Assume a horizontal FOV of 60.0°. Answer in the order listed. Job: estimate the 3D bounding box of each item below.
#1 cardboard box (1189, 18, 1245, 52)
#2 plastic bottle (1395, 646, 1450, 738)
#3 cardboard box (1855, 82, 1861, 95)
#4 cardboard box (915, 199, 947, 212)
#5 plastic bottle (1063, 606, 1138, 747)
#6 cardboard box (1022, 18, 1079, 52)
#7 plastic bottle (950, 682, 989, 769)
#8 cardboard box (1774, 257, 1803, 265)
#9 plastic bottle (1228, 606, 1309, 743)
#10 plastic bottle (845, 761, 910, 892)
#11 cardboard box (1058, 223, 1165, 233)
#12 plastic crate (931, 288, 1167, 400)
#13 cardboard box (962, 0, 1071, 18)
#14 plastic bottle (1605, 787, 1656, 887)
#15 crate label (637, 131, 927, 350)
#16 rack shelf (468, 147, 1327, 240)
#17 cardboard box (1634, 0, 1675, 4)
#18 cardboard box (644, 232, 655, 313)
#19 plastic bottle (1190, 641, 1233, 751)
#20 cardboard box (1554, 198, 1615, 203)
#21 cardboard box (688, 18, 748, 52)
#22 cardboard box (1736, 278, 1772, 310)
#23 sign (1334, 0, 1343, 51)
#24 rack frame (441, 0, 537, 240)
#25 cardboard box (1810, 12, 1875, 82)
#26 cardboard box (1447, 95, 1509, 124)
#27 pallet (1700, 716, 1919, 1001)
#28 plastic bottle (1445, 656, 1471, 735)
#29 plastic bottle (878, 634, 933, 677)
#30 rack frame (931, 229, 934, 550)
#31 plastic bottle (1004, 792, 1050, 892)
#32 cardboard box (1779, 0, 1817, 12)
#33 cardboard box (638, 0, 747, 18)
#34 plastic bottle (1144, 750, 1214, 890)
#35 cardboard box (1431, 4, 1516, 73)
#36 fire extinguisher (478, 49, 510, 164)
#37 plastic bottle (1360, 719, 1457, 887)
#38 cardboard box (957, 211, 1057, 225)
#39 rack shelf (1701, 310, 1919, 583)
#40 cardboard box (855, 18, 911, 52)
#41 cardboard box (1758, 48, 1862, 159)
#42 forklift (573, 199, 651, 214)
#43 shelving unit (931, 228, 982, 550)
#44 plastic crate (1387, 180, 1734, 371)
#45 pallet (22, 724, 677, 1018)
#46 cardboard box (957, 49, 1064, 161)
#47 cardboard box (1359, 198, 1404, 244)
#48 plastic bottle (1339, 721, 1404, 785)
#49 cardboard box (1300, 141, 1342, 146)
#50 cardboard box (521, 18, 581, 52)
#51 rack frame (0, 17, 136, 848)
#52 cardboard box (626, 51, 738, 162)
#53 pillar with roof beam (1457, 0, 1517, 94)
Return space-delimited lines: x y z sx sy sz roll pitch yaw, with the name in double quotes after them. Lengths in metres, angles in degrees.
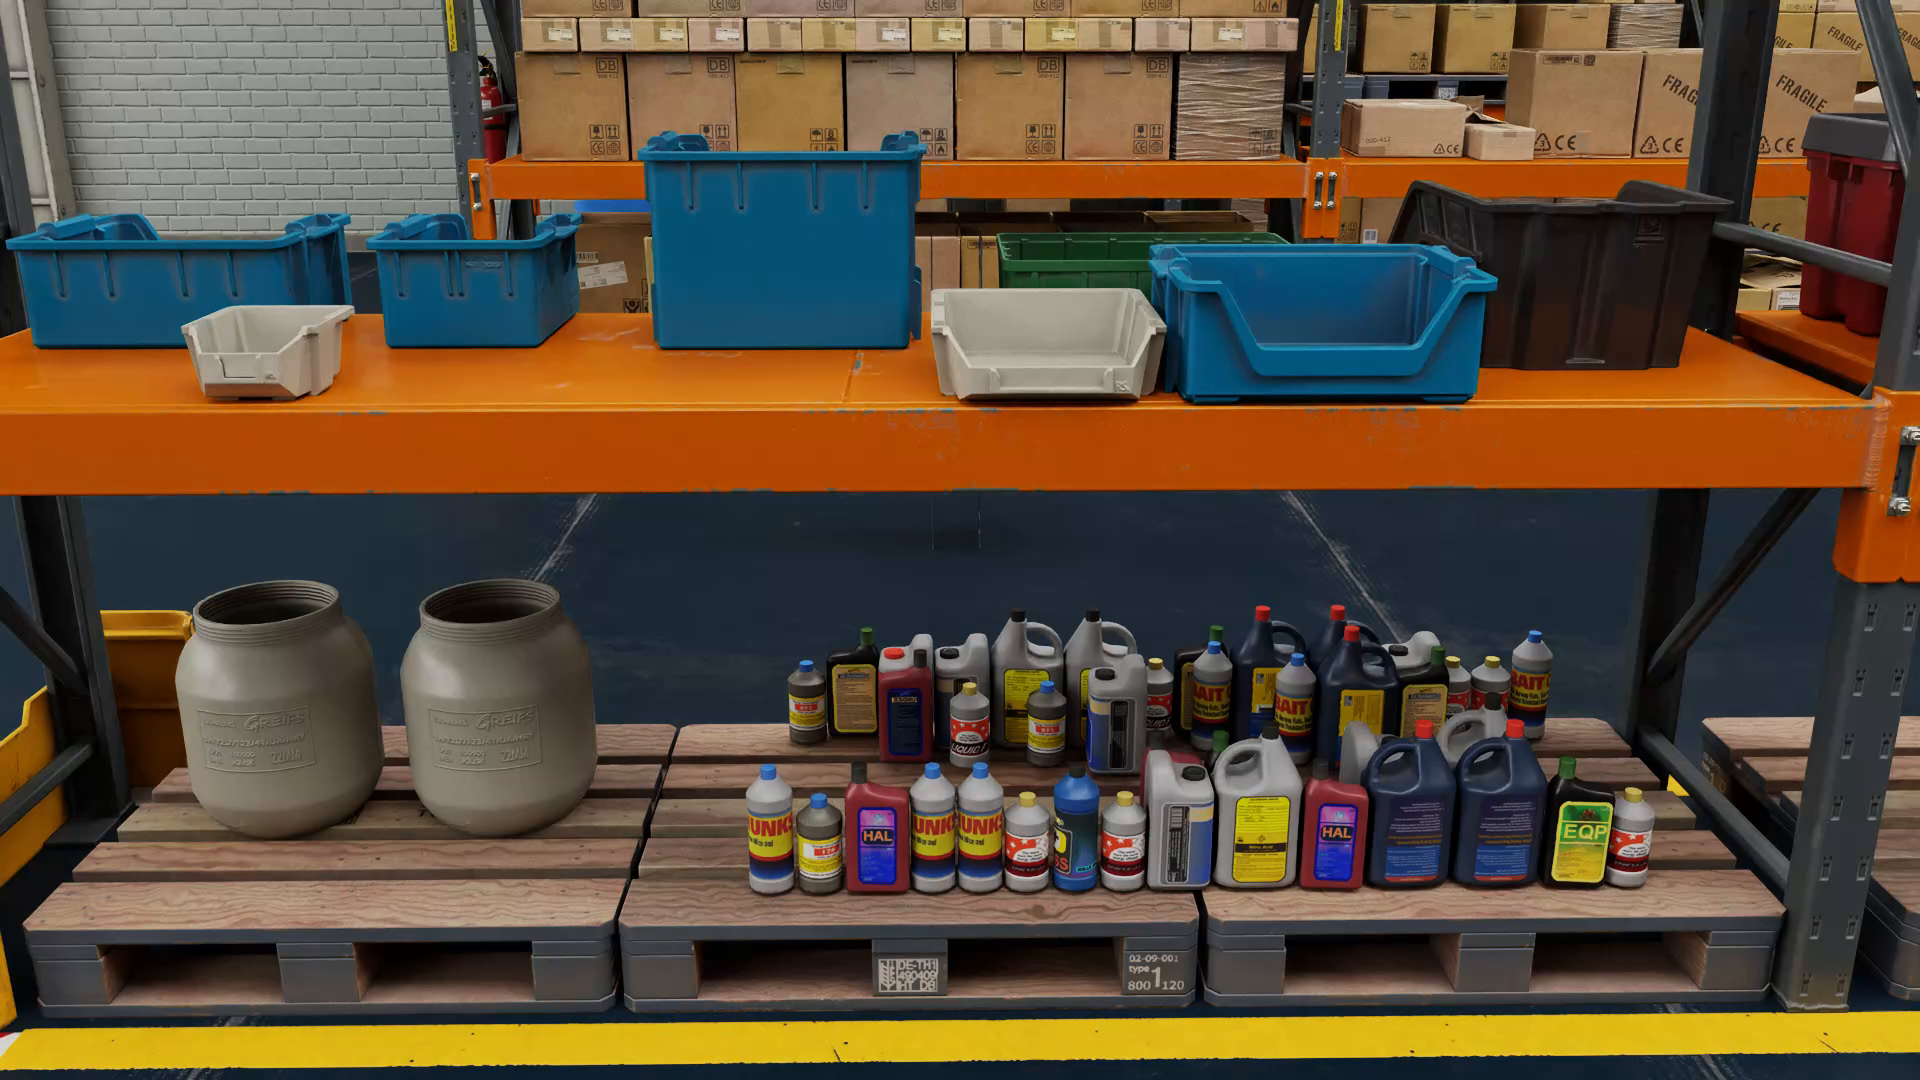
1.192 -2.396 7.879 0.250 0.149 0.380 -1 18 -2 "cardboard box"
1.136 0.400 4.115 0.133 0.283 0.061 0 18 -1 "plastic bottle"
6.726 -3.472 12.840 0.250 0.149 0.380 0 18 -1 "cardboard box"
-0.377 -2.586 13.071 0.500 0.500 0.700 -1 18 -4 "cardboard box"
0.354 0.338 4.198 0.185 0.351 0.144 0 18 -1 "plastic bottle"
0.421 -2.392 7.867 0.250 0.149 0.380 0 18 -1 "cardboard box"
0.024 0.450 4.094 0.097 0.201 0.097 0 18 0 "plastic bottle"
4.653 -1.366 8.789 0.500 0.311 0.500 -1 18 -2 "cardboard box"
0.779 0.336 4.205 0.185 0.351 0.144 -1 18 -3 "plastic bottle"
-0.173 0.601 3.491 0.133 0.283 0.061 0 18 0 "plastic bottle"
0.747 -1.286 8.233 0.500 0.500 0.500 0 18 -1 "cardboard box"
0.162 -0.383 3.262 0.437 0.136 0.530 0 18 -1 "plastic crate"
0.258 -2.763 7.962 0.500 0.500 0.700 0 18 -1 "cardboard box"
1.424 0.626 3.545 0.097 0.201 0.097 0 18 0 "plastic bottle"
-0.382 -0.683 3.707 0.616 0.435 0.502 0 18 -1 "crate label"
-0.292 -1.754 8.283 4.000 0.370 1.077 0 18 -1 "rack shelf"
5.280 -4.194 12.764 0.250 0.149 0.380 -3 18 -8 "cardboard box"
-1.253 -1.273 8.190 0.500 0.500 0.500 0 18 -1 "cardboard box"
0.633 0.386 4.179 0.097 0.271 0.097 0 18 0 "plastic bottle"
4.906 -2.638 13.234 0.500 0.500 0.700 0 18 0 "cardboard box"
-1.131 -2.383 7.840 0.250 0.149 0.380 -1 18 -2 "cardboard box"
3.662 -1.198 8.267 0.500 0.311 0.500 0 18 1 "cardboard box"
1.718 -2.387 7.531 0.005 0.325 0.100 0 18 -1 "sign"
-2.292 -2.087 8.143 0.127 3.000 1.000 0 18 -1 "rack frame"
6.638 -3.761 12.679 0.500 0.500 0.500 0 18 1 "cardboard box"
2.584 -2.103 8.412 0.258 0.266 0.396 -1 18 -2 "cardboard box"
2.566 0.719 3.962 1.213 0.211 1.003 0 18 -1 "pallet"
1.253 0.398 4.257 0.097 0.201 0.097 0 18 0 "plastic bottle"
-0.136 0.378 4.199 0.135 0.276 0.152 0 18 0 "plastic bottle"
-0.106 -0.571 6.363 0.006 1.200 0.240 0 18 -1 "rack frame"
0.142 0.633 3.526 0.097 0.201 0.097 0 18 0 "plastic bottle"
6.112 -4.118 12.563 0.500 0.250 0.500 0 18 0 "cardboard box"
-1.246 -2.755 7.938 0.500 0.500 0.700 -1 18 -2 "cardboard box"
0.465 0.587 3.546 0.135 0.276 0.152 0 18 0 "plastic bottle"
3.910 -3.878 12.841 0.500 0.500 0.700 0 18 -1 "cardboard box"
-2.418 -2.192 8.596 0.183 0.674 0.296 0 18 -1 "fire extinguisher"
0.951 0.550 3.538 0.185 0.351 0.144 -1 18 -4 "plastic bottle"
0.239 -1.443 8.721 0.500 0.500 0.500 0 18 -1 "cardboard box"
3.782 -0.261 3.627 4.000 0.370 1.077 0 18 -1 "rack shelf"
-0.359 -2.387 7.852 0.250 0.149 0.380 0 18 0 "cardboard box"
4.029 -2.160 8.207 0.500 0.500 0.500 -1 18 -4 "cardboard box"
-0.881 -2.791 10.450 3.031 2.935 1.130 -1 18 -2 "forklift"
-0.014 -0.571 6.364 0.189 1.200 0.258 0 18 -1 "shelving unit"
1.256 -0.600 3.610 0.504 0.338 0.767 0 18 -1 "plastic crate"
-1.330 0.736 3.906 1.213 0.211 1.003 0 18 -1 "pallet"
0.235 -2.144 8.157 0.500 0.500 0.700 0 18 0 "cardboard box"
3.388 -2.655 13.286 0.500 0.500 0.700 0 18 0 "cardboard box"
0.923 0.541 3.690 0.135 0.276 0.152 0 18 -1 "plastic bottle"
2.801 -3.007 13.156 0.500 0.250 0.500 -1 18 -2 "cardboard box"
-1.896 -2.380 7.830 0.250 0.149 0.380 0 18 -1 "cardboard box"
-2.218 -0.574 3.427 0.127 3.000 1.000 0 18 -1 "rack frame"
-1.300 -2.137 8.135 0.500 0.500 0.700 0 18 1 "cardboard box"
4.379 -5.438 8.769 0.400 9.000 9.100 0 18 -1 "pillar with roof beam"
